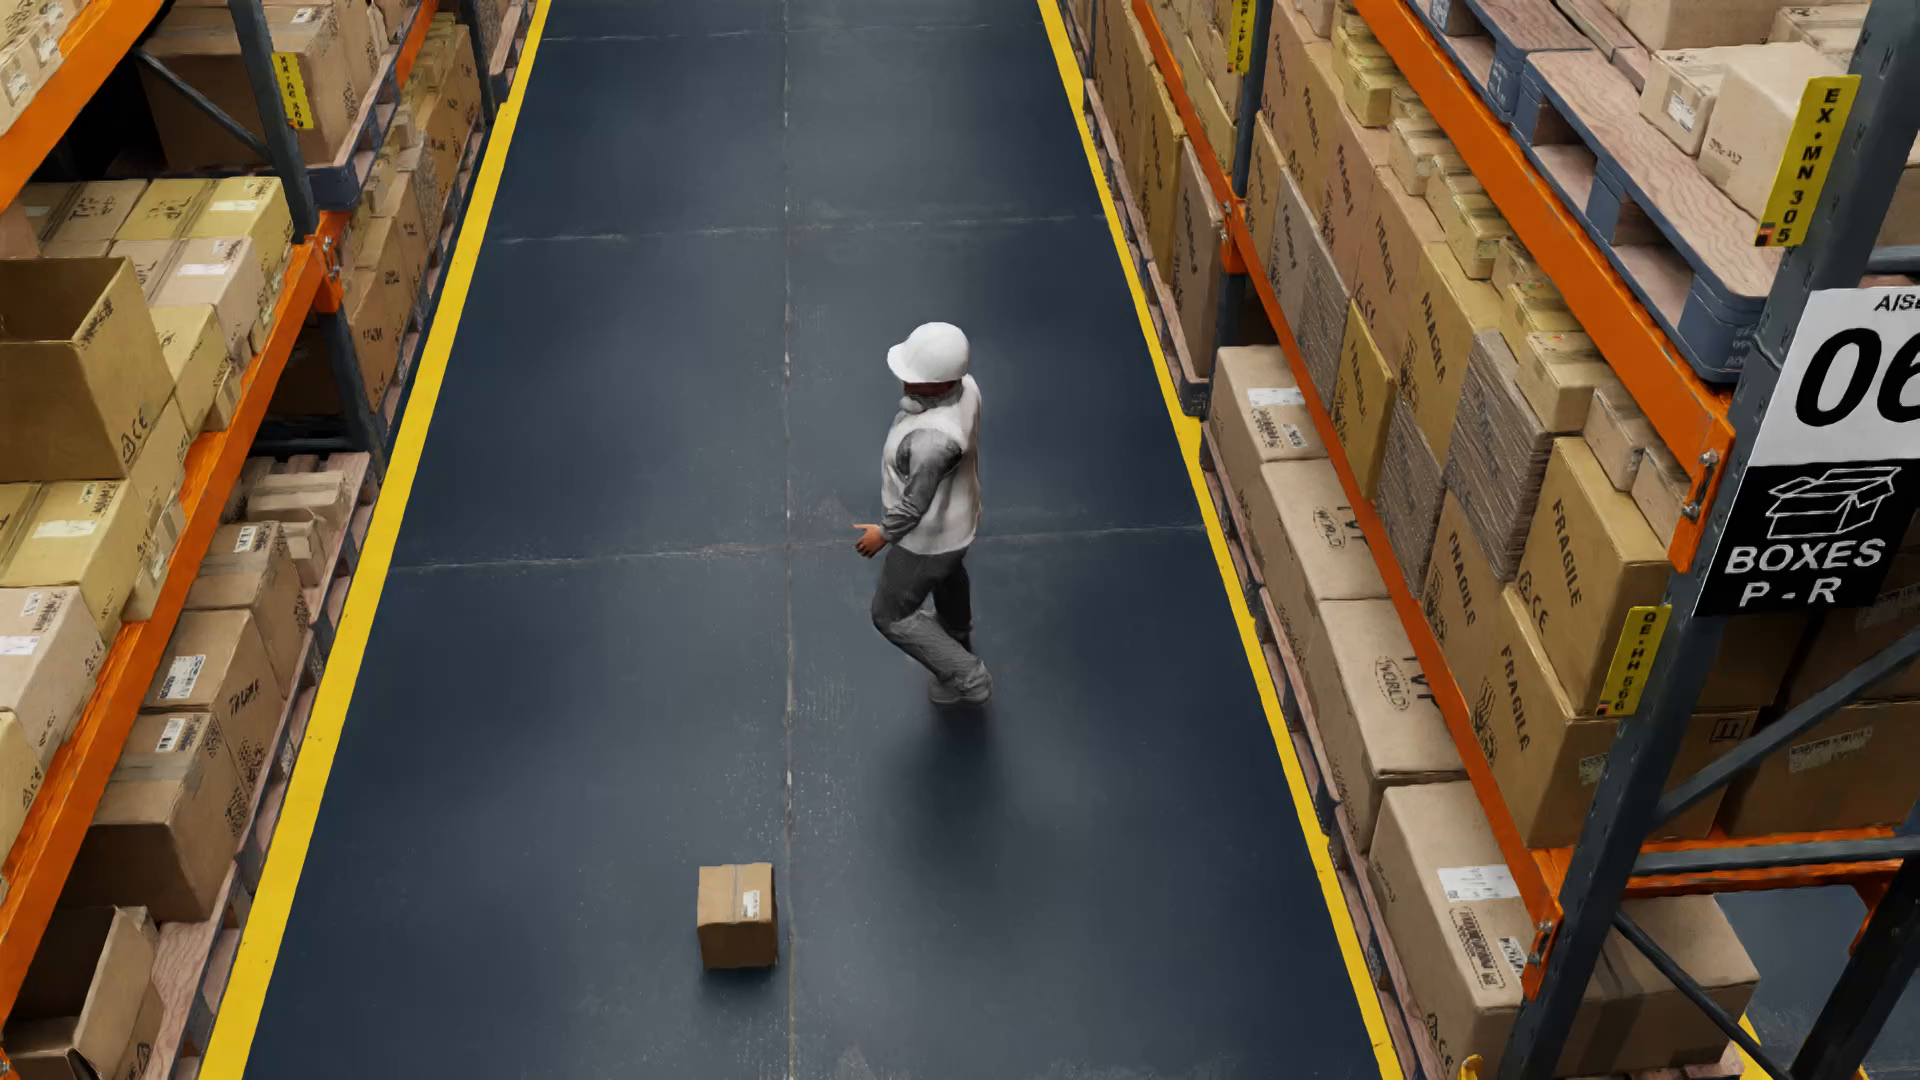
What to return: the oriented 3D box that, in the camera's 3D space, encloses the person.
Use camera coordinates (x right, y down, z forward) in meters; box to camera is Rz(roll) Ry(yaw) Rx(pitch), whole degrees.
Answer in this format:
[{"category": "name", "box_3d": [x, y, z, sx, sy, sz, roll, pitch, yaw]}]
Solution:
[{"category": "person", "box_3d": [-0.104, -0.128, 6.301, 0.534, 1.751, 0.682, 5, 39, 7]}]
